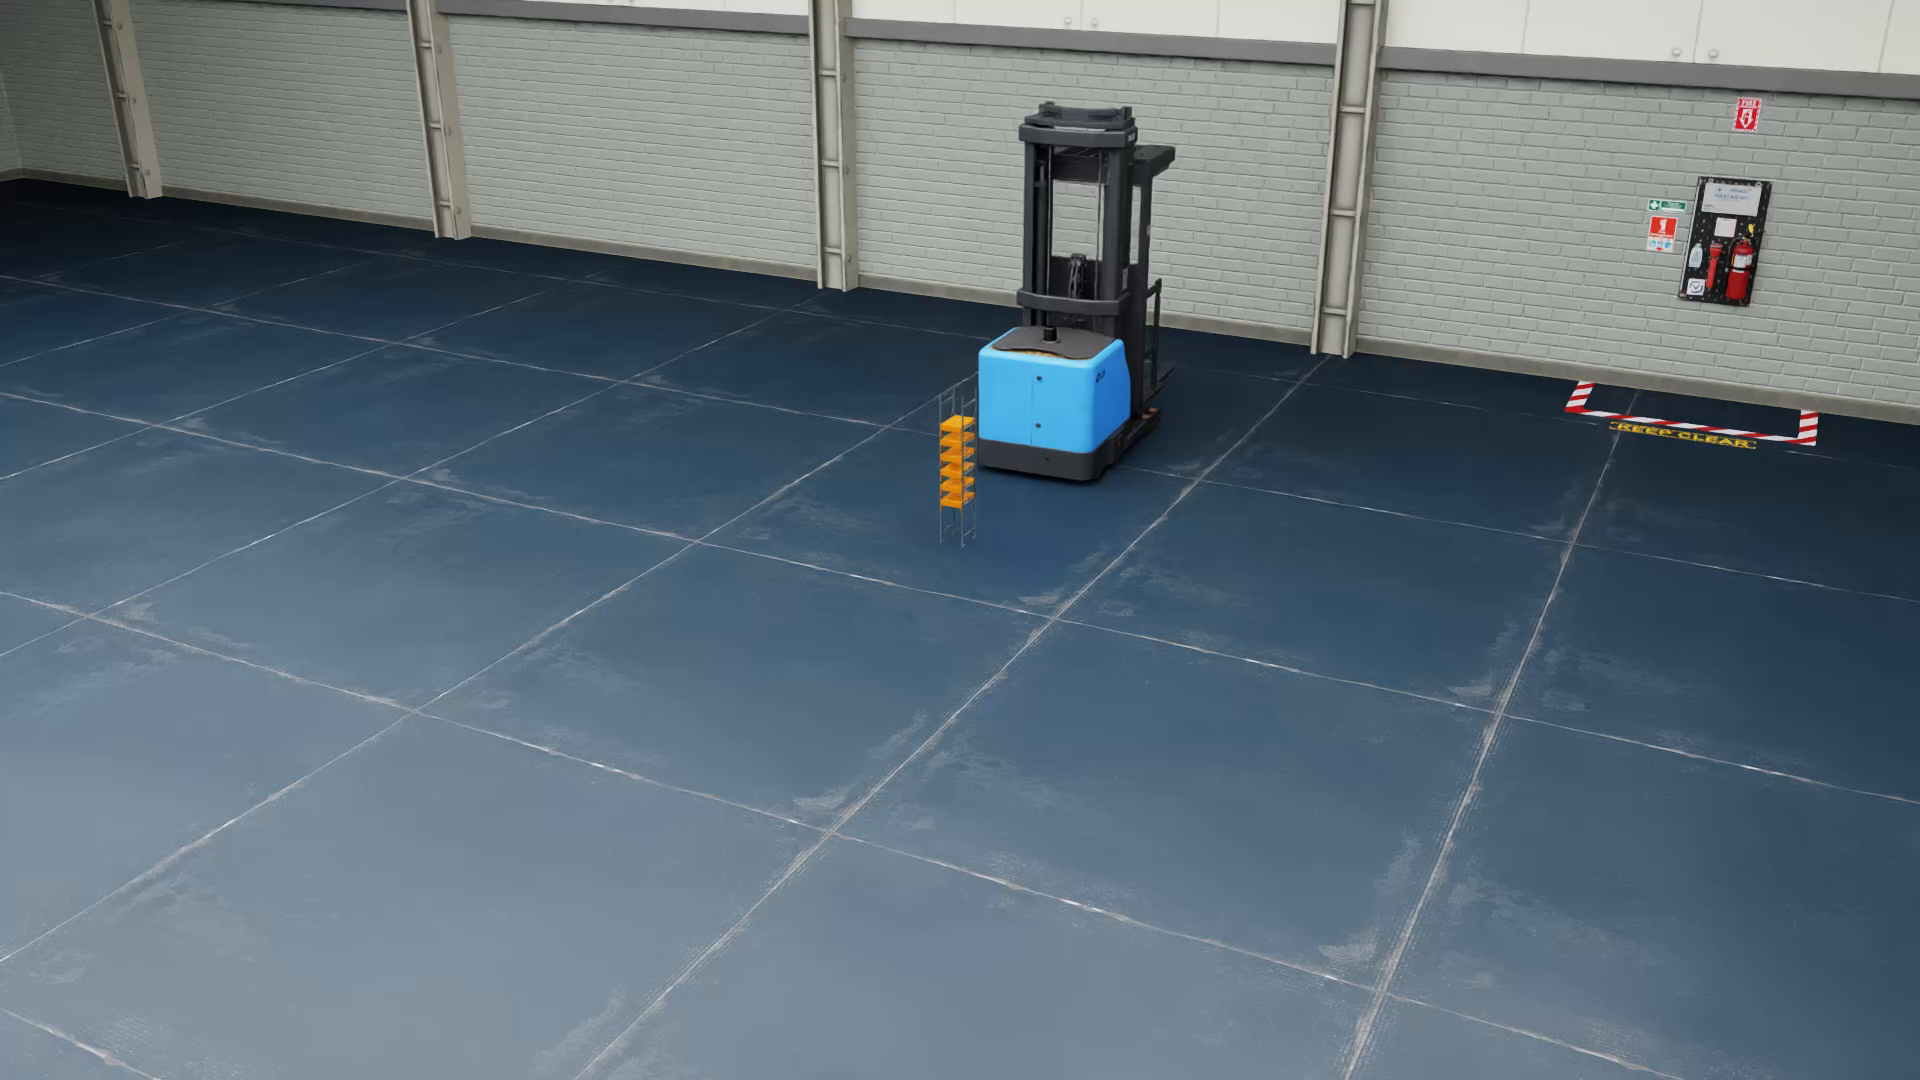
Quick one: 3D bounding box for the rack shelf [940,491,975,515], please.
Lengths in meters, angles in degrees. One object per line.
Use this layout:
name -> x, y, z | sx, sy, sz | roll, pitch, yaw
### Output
rack shelf -> -0.013, -0.293, 12.659 | 0.180, 0.103, 0.258 | 11, 25, 25

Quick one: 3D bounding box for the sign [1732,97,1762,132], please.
sign -> 7.105, -3.840, 15.010 | 0.199, 0.298, 0.001 | 11, 25, 25

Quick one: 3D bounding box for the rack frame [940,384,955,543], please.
rack frame -> -0.095, -0.571, 12.585 | 0.006, 1.200, 0.240 | 11, 25, 25

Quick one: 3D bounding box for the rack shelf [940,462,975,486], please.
rack shelf -> -0.013, -0.514, 12.565 | 0.180, 0.103, 0.258 | 11, 25, 25

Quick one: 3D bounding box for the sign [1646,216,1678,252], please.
sign -> 6.621, -2.887, 15.686 | 0.234, 0.329, 0.001 | 11, 25, 25

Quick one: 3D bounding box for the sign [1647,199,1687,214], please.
sign -> 6.621, -3.127, 15.573 | 0.331, 0.109, 0.001 | 11, 25, 25

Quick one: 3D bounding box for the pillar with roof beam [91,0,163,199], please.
pillar with roof beam -> -14.105, -7.782, 19.576 | 0.400, 9.000, 9.100 | 11, 25, 25

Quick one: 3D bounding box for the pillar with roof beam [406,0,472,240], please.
pillar with roof beam -> -8.750, -6.723, 17.085 | 0.400, 9.000, 9.100 | 11, 25, 25

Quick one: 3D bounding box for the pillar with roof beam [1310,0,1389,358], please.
pillar with roof beam -> 1.959, -4.604, 12.103 | 0.400, 9.000, 9.100 | 11, 25, 25

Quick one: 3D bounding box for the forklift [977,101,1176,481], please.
forklift -> 1.199, -2.385, 14.638 | 1.130, 2.935, 3.031 | 10, 25, 22

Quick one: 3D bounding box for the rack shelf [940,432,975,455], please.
rack shelf -> -0.013, -0.735, 12.471 | 0.180, 0.103, 0.258 | 11, 25, 25

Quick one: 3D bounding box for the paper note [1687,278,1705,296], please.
paper note -> 6.941, -2.387, 15.681 | 0.142, 0.148, 0.016 | 11, 25, 25

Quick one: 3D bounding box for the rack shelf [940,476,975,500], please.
rack shelf -> -0.013, -0.403, 12.612 | 0.180, 0.103, 0.258 | 11, 25, 25

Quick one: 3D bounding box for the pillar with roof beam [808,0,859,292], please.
pillar with roof beam -> -3.396, -5.663, 14.594 | 0.400, 9.000, 9.100 | 11, 25, 25

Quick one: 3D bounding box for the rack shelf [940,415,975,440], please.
rack shelf -> -0.013, -0.845, 12.424 | 0.180, 0.103, 0.258 | 11, 25, 25

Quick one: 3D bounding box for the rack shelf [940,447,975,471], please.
rack shelf -> -0.013, -0.624, 12.518 | 0.180, 0.103, 0.258 | 11, 25, 25

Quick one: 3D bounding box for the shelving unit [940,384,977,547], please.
shelving unit -> -0.013, -0.555, 12.547 | 0.189, 1.200, 0.258 | 11, 25, 25

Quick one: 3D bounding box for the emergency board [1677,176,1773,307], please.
emergency board -> 7.068, -2.737, 15.378 | 0.643, 1.169, 0.194 | 11, 25, 25

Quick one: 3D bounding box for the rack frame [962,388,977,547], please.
rack frame -> 0.069, -0.539, 12.509 | 0.006, 1.200, 0.240 | 11, 25, 25
